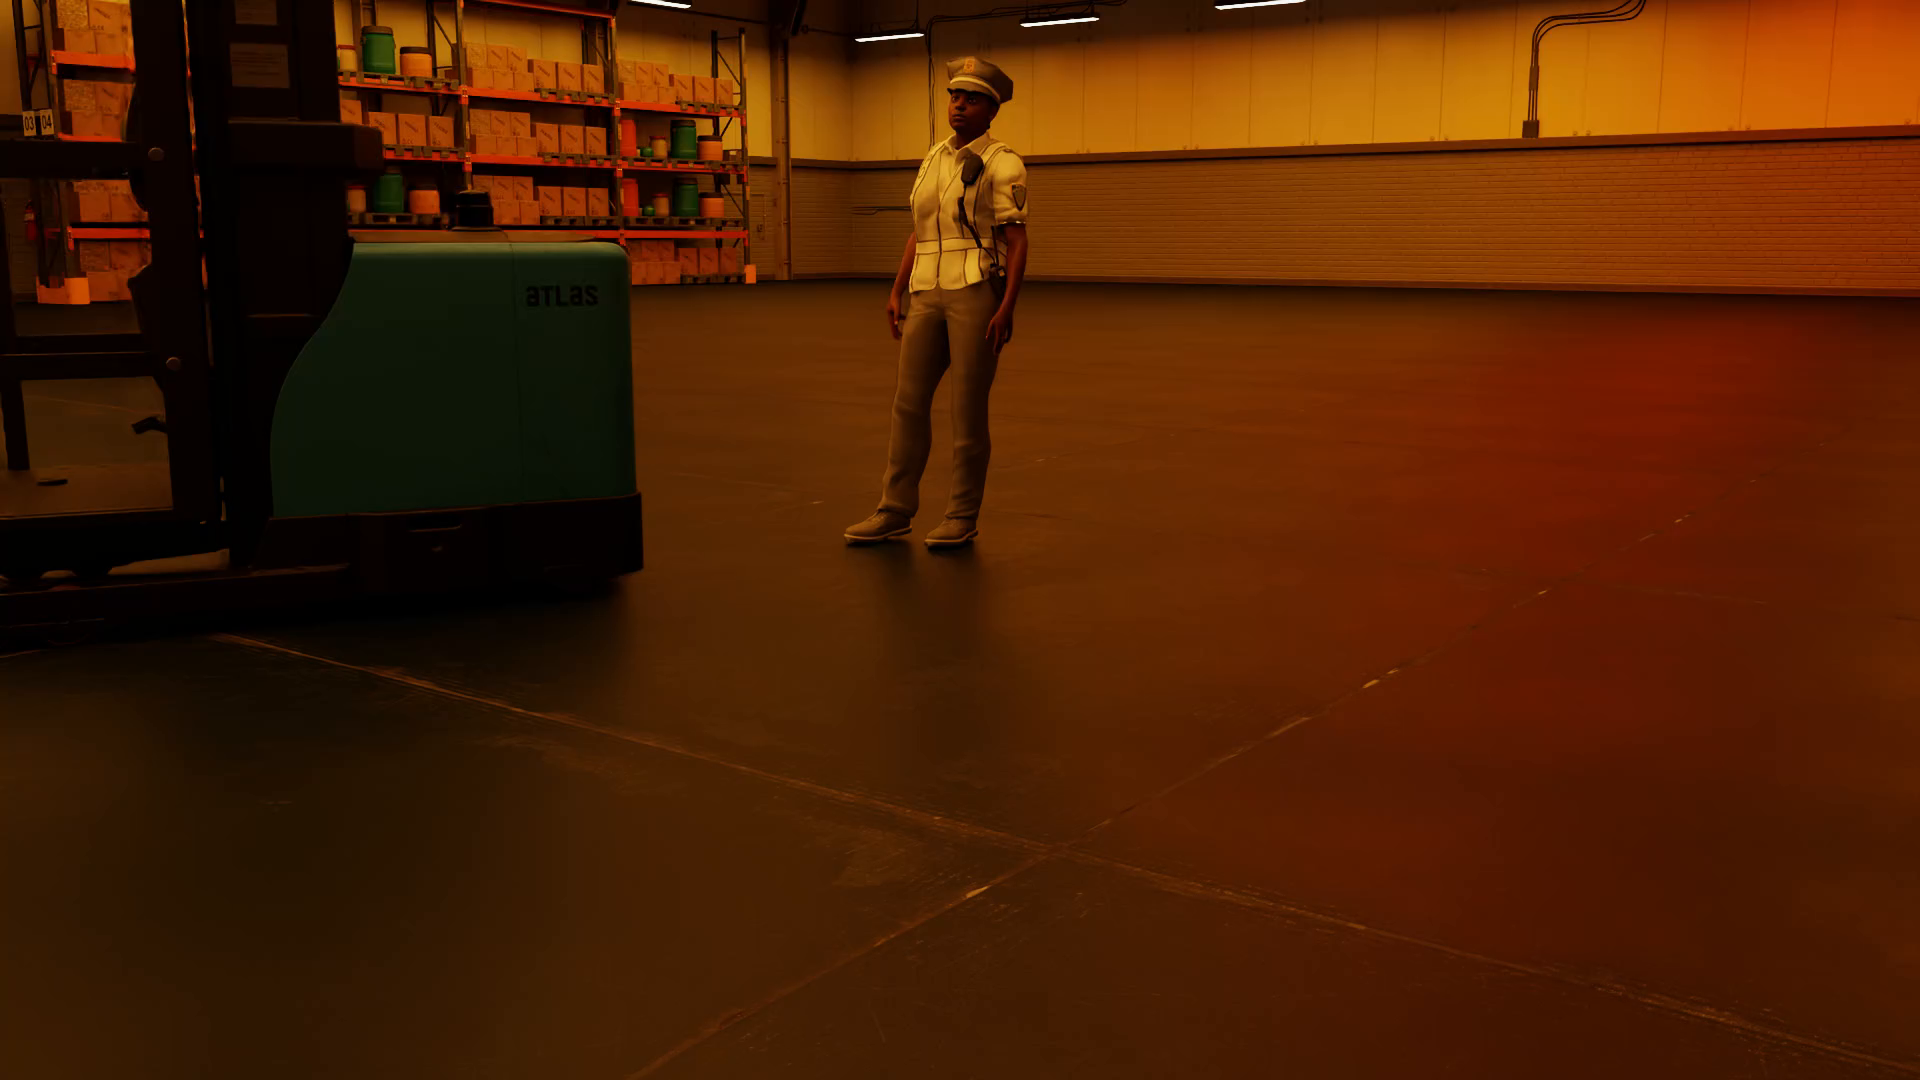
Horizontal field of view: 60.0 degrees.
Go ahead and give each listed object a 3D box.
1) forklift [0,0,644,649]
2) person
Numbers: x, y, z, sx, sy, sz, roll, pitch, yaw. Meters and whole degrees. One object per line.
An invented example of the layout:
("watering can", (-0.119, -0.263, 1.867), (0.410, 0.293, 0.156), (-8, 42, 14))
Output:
("forklift", (-2.553, -1.249, 4.756), (3.031, 2.935, 1.130), (-5, 11, -23))
("person", (-0.060, -0.832, 5.878), (0.570, 1.697, 0.528), (8, 13, 36))
